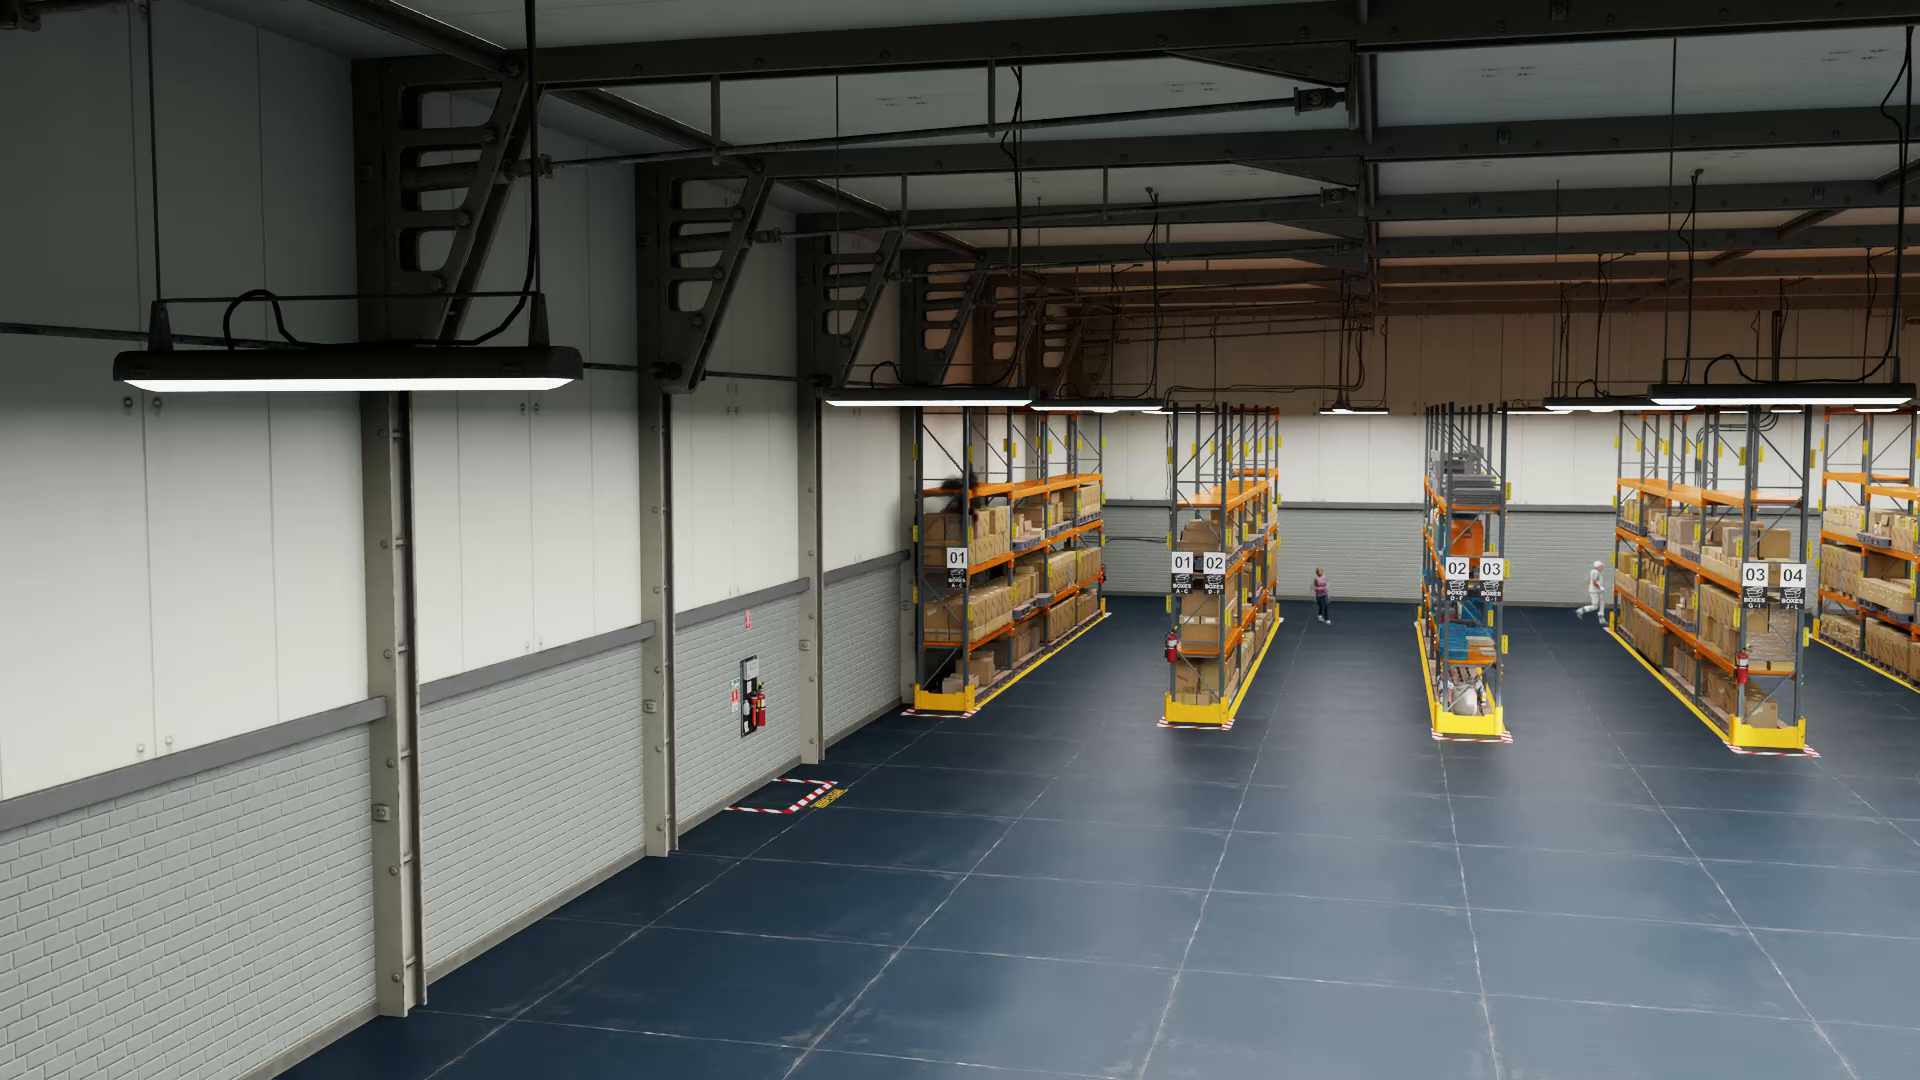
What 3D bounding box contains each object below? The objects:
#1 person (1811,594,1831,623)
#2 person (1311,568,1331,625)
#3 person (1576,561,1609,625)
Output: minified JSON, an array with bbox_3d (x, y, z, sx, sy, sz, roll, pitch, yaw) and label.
[{"bbox_3d":[23.032,1.647,44.408,0.511,1.619,0.585,4,5,40],"label":"person"},{"bbox_3d":[9.973,1.551,46.123,0.572,1.593,0.802,-1,4,-9],"label":"person"},{"bbox_3d":[17.470,1.463,45.831,0.933,1.766,0.684,1,4,15],"label":"person"}]
